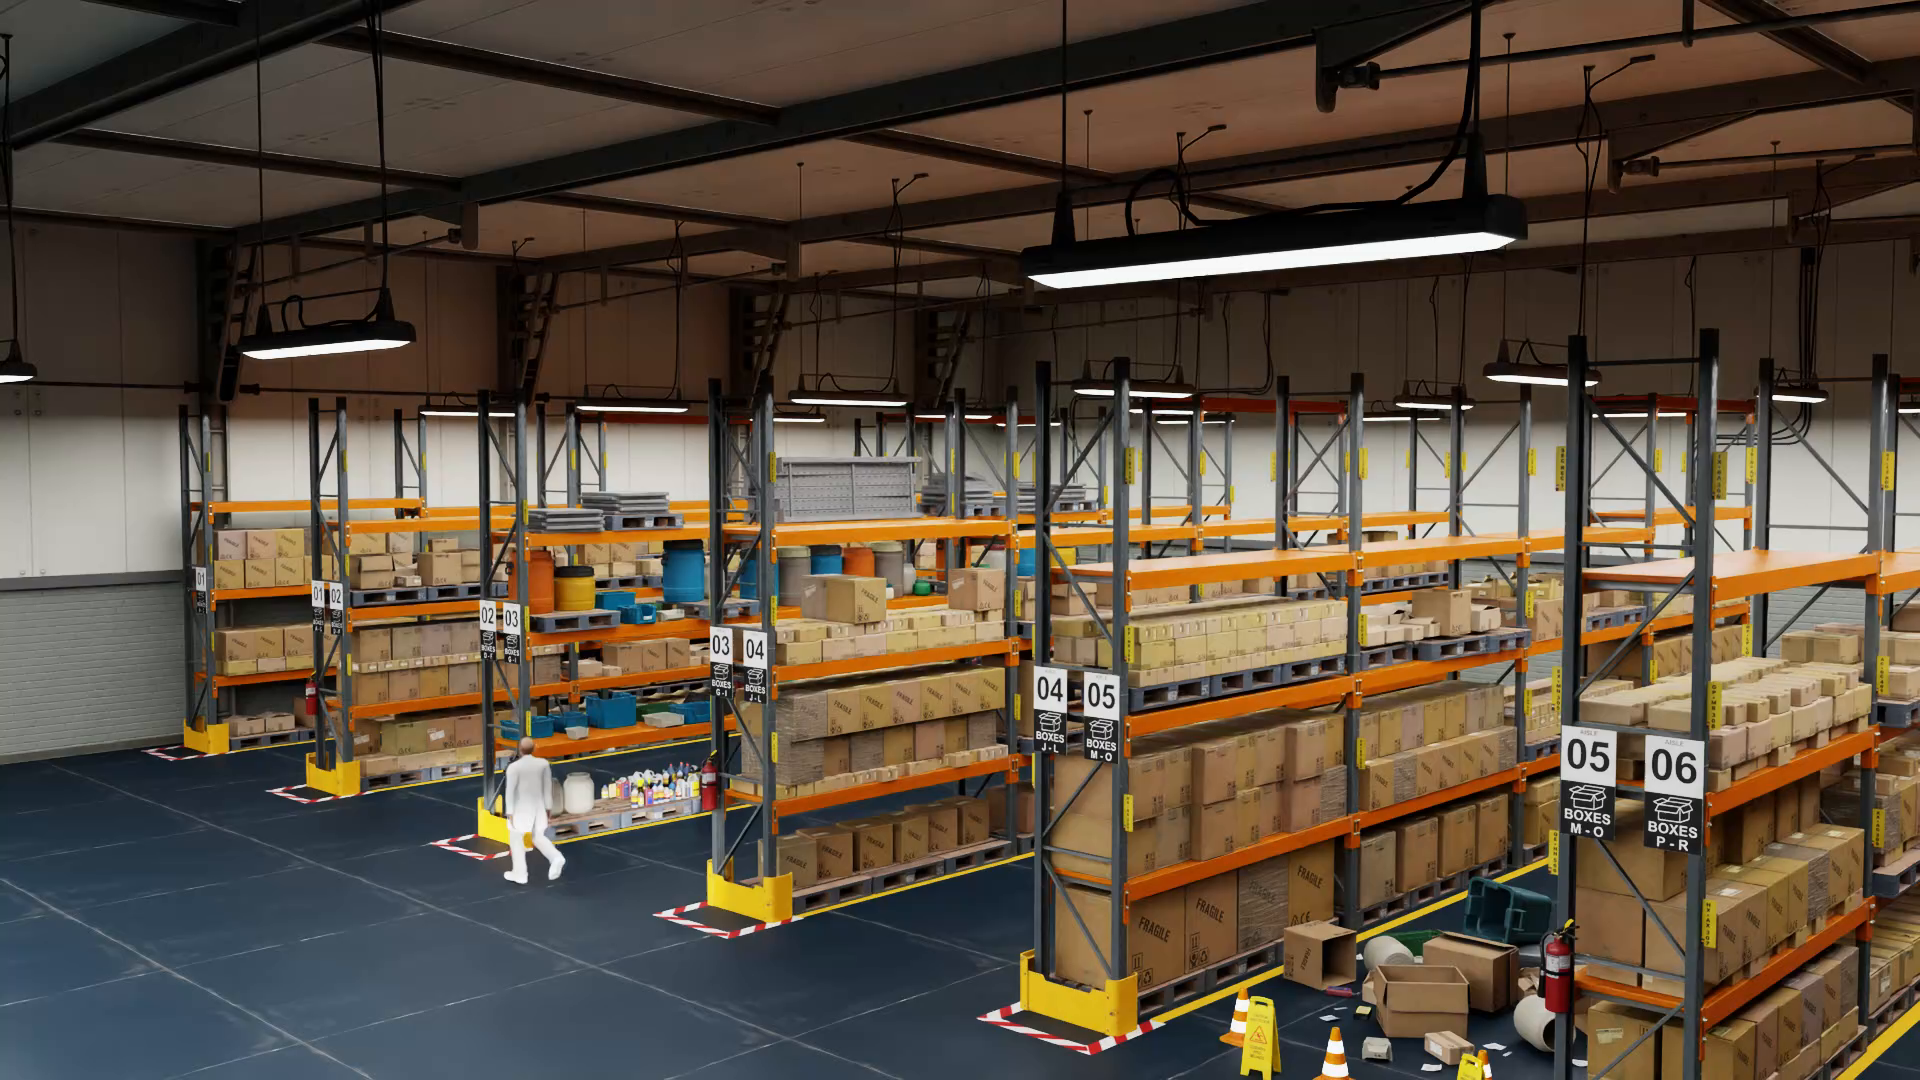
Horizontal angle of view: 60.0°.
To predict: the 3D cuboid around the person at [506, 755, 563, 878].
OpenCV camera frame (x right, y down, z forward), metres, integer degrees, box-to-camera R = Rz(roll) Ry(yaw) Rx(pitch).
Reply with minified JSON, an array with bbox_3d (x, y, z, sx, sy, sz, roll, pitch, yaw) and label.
[{"bbox_3d":[-5.082,3.291,19.807,0.676,1.481,0.576,2,4,39],"label":"person"}]
